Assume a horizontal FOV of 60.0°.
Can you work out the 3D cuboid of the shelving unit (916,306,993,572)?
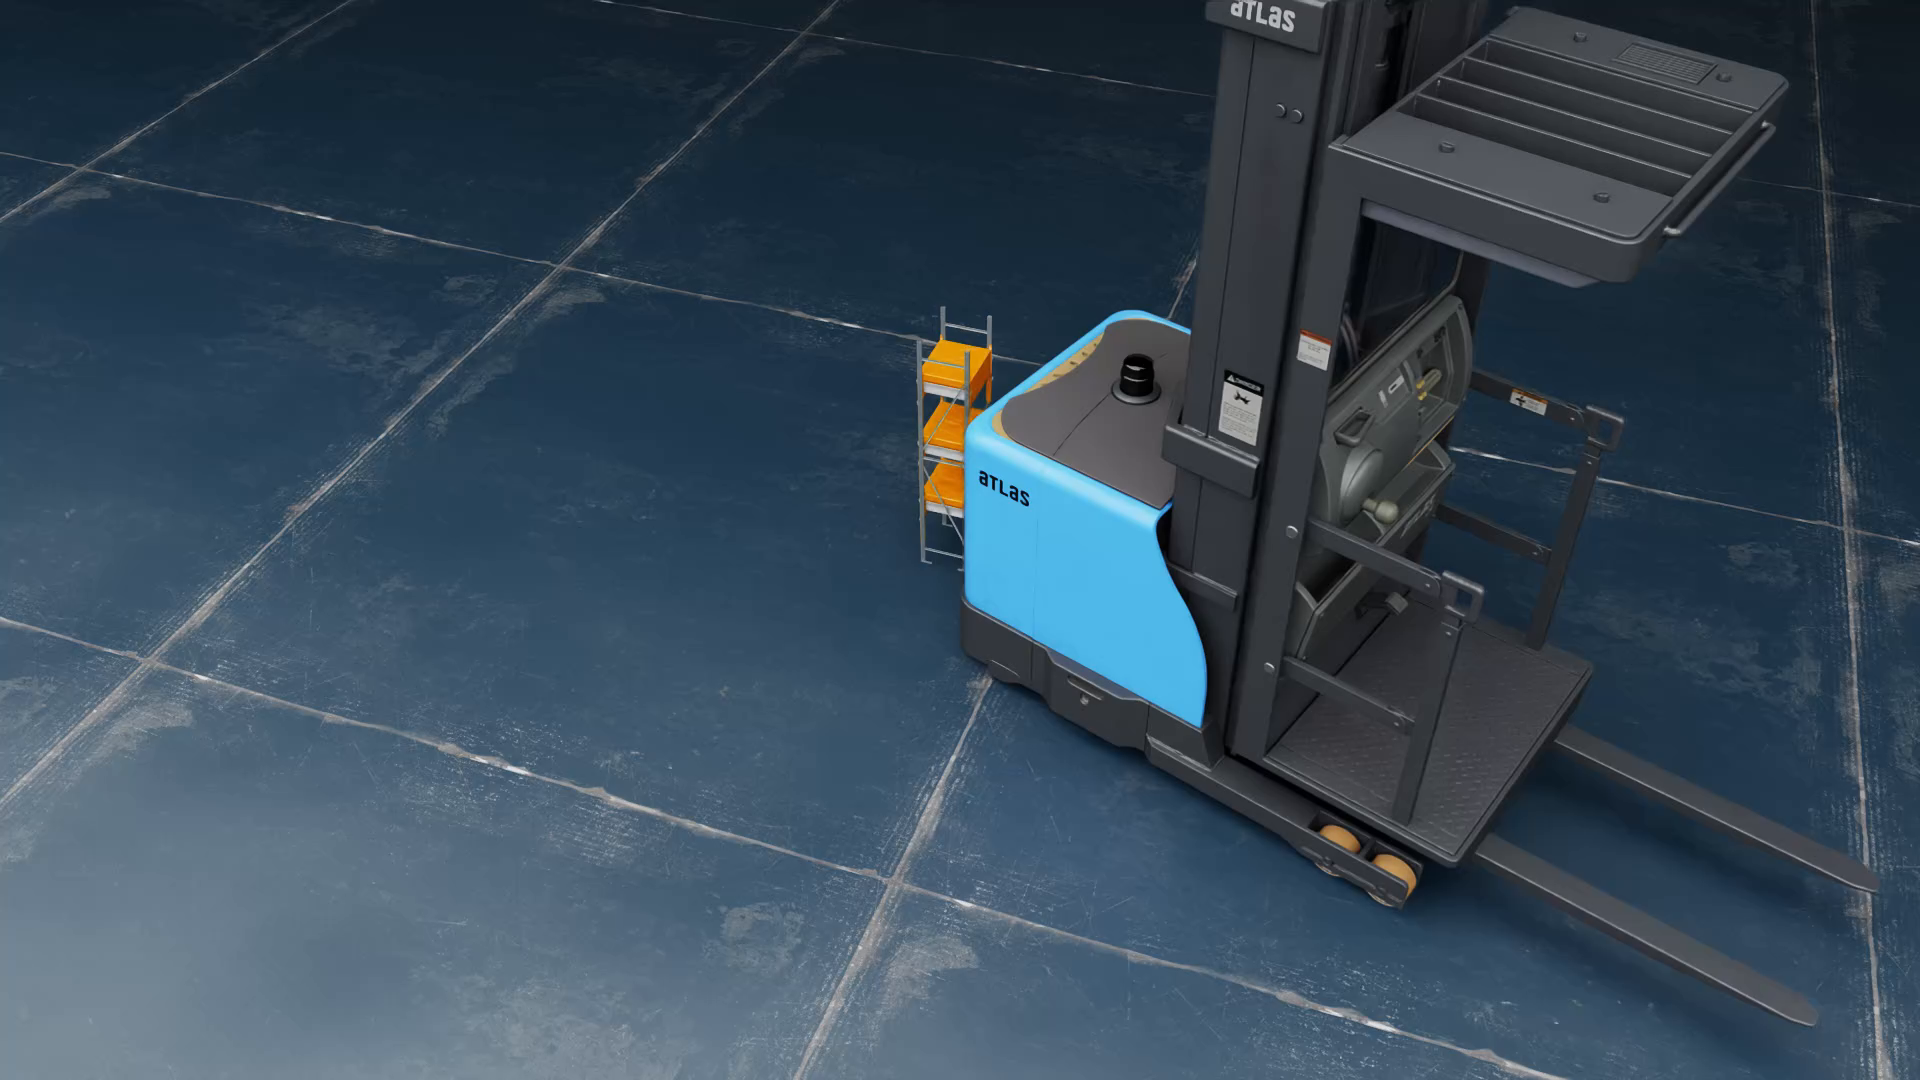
[{"bbox_3d":[-0.018,-0.367,6.371,0.215,1.050,0.252,13,42,15],"label":"shelving unit"}]

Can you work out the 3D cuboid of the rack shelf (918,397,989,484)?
[{"bbox_3d":[-0.018,-0.359,6.378,0.215,0.259,0.240,13,42,15],"label":"rack shelf"}]

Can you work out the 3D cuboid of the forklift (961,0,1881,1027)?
[{"bbox_3d":[1.471,-0.329,4.877,3.031,2.935,1.130,27,47,28],"label":"forklift"}]

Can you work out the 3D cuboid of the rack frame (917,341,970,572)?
[{"bbox_3d":[-0.060,-0.292,6.284,0.200,1.050,0.008,13,42,15],"label":"rack frame"}]

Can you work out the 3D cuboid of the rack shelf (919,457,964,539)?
[{"bbox_3d":[-0.018,-0.147,6.558,0.215,0.259,0.240,13,42,15],"label":"rack shelf"}]

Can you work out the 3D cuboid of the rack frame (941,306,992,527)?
[{"bbox_3d":[0.023,-0.441,6.458,0.200,1.050,0.008,13,42,15],"label":"rack frame"}]

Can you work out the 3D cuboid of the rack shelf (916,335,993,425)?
[{"bbox_3d":[-0.018,-0.575,6.194,0.215,0.259,0.240,13,42,15],"label":"rack shelf"}]
